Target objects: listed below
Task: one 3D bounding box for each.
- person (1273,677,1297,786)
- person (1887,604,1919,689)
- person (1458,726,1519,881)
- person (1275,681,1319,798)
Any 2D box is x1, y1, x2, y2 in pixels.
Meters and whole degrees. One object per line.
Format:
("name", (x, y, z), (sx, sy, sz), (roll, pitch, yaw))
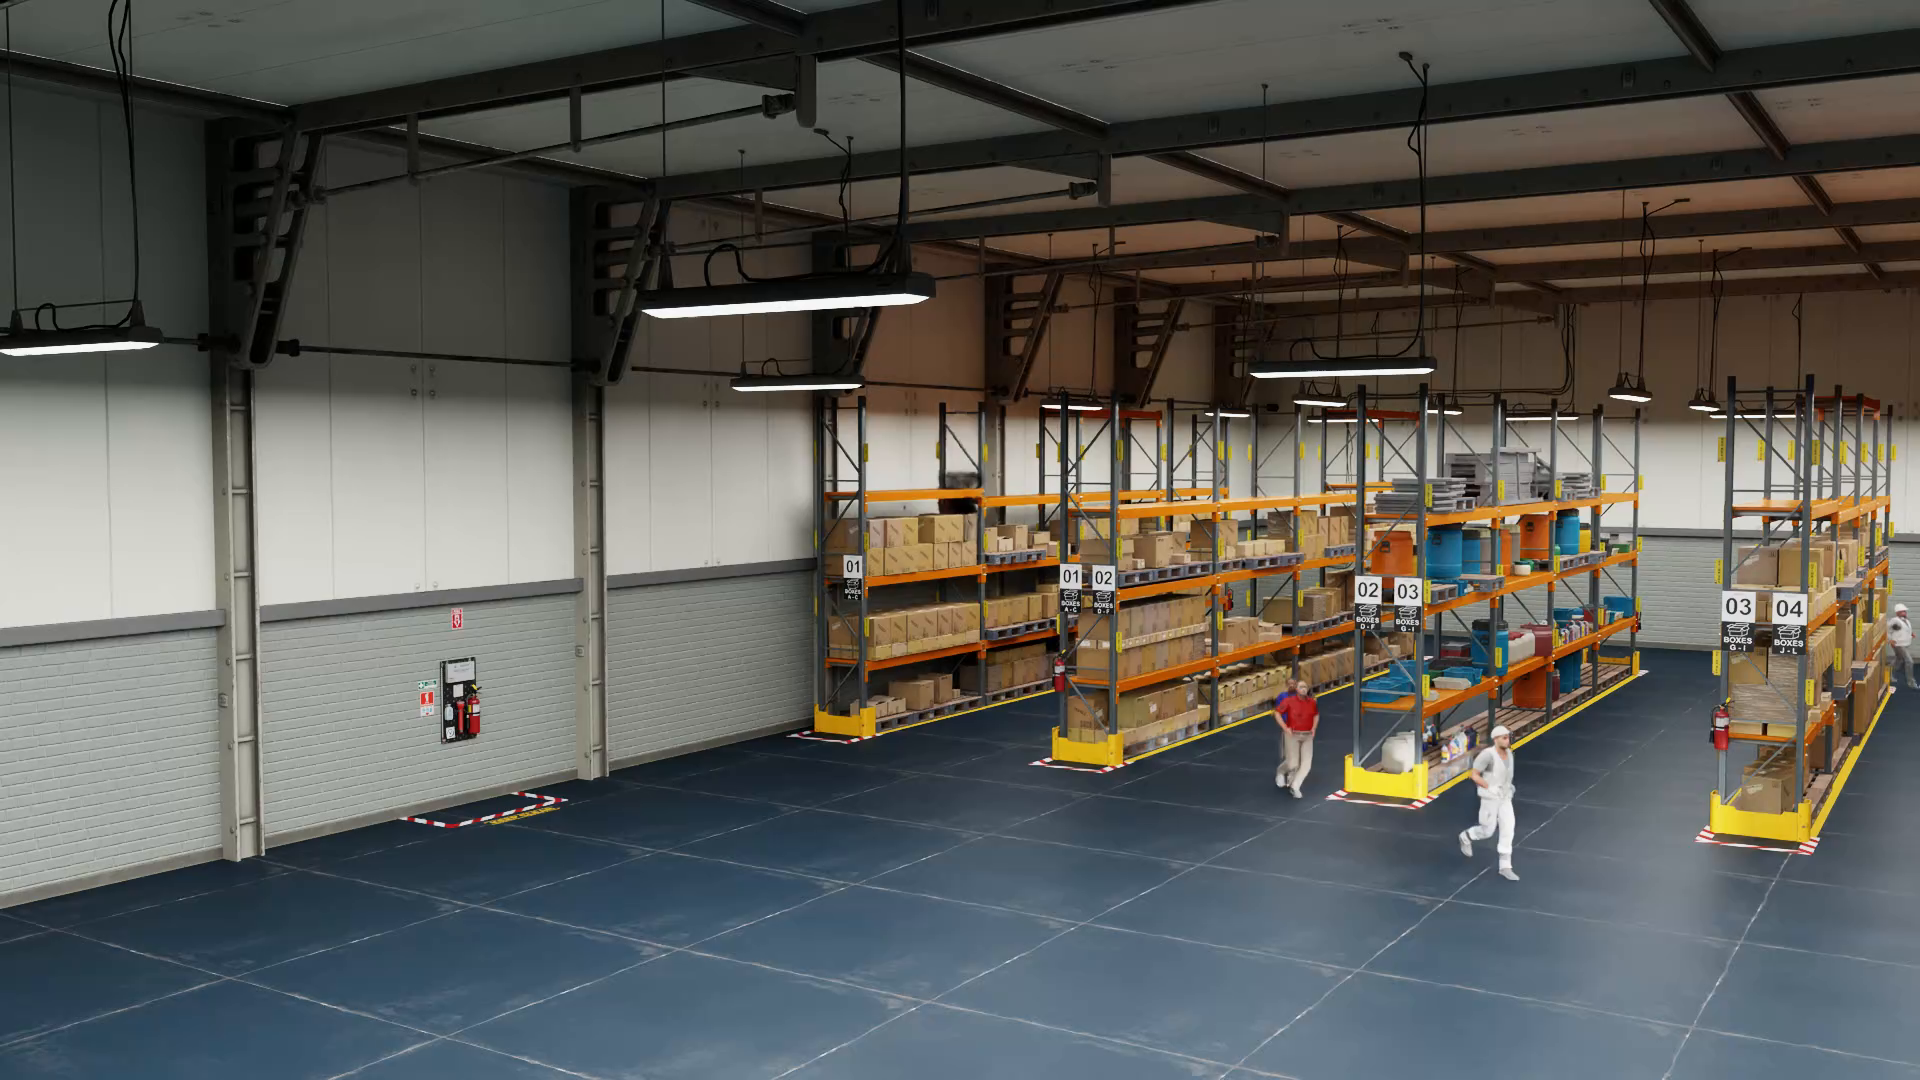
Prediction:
("person", (5.029, 2.882, 25.213), (0.612, 1.633, 0.598), (2, 3, 31))
("person", (20.048, 2.255, 35.467), (0.740, 1.802, 0.851), (-2, 4, -37))
("person", (6.342, 3.079, 19.803), (0.684, 1.772, 0.978), (-2, 3, -28))
("person", (4.953, 2.900, 24.372), (0.692, 1.704, 0.608), (-1, 3, -12))
